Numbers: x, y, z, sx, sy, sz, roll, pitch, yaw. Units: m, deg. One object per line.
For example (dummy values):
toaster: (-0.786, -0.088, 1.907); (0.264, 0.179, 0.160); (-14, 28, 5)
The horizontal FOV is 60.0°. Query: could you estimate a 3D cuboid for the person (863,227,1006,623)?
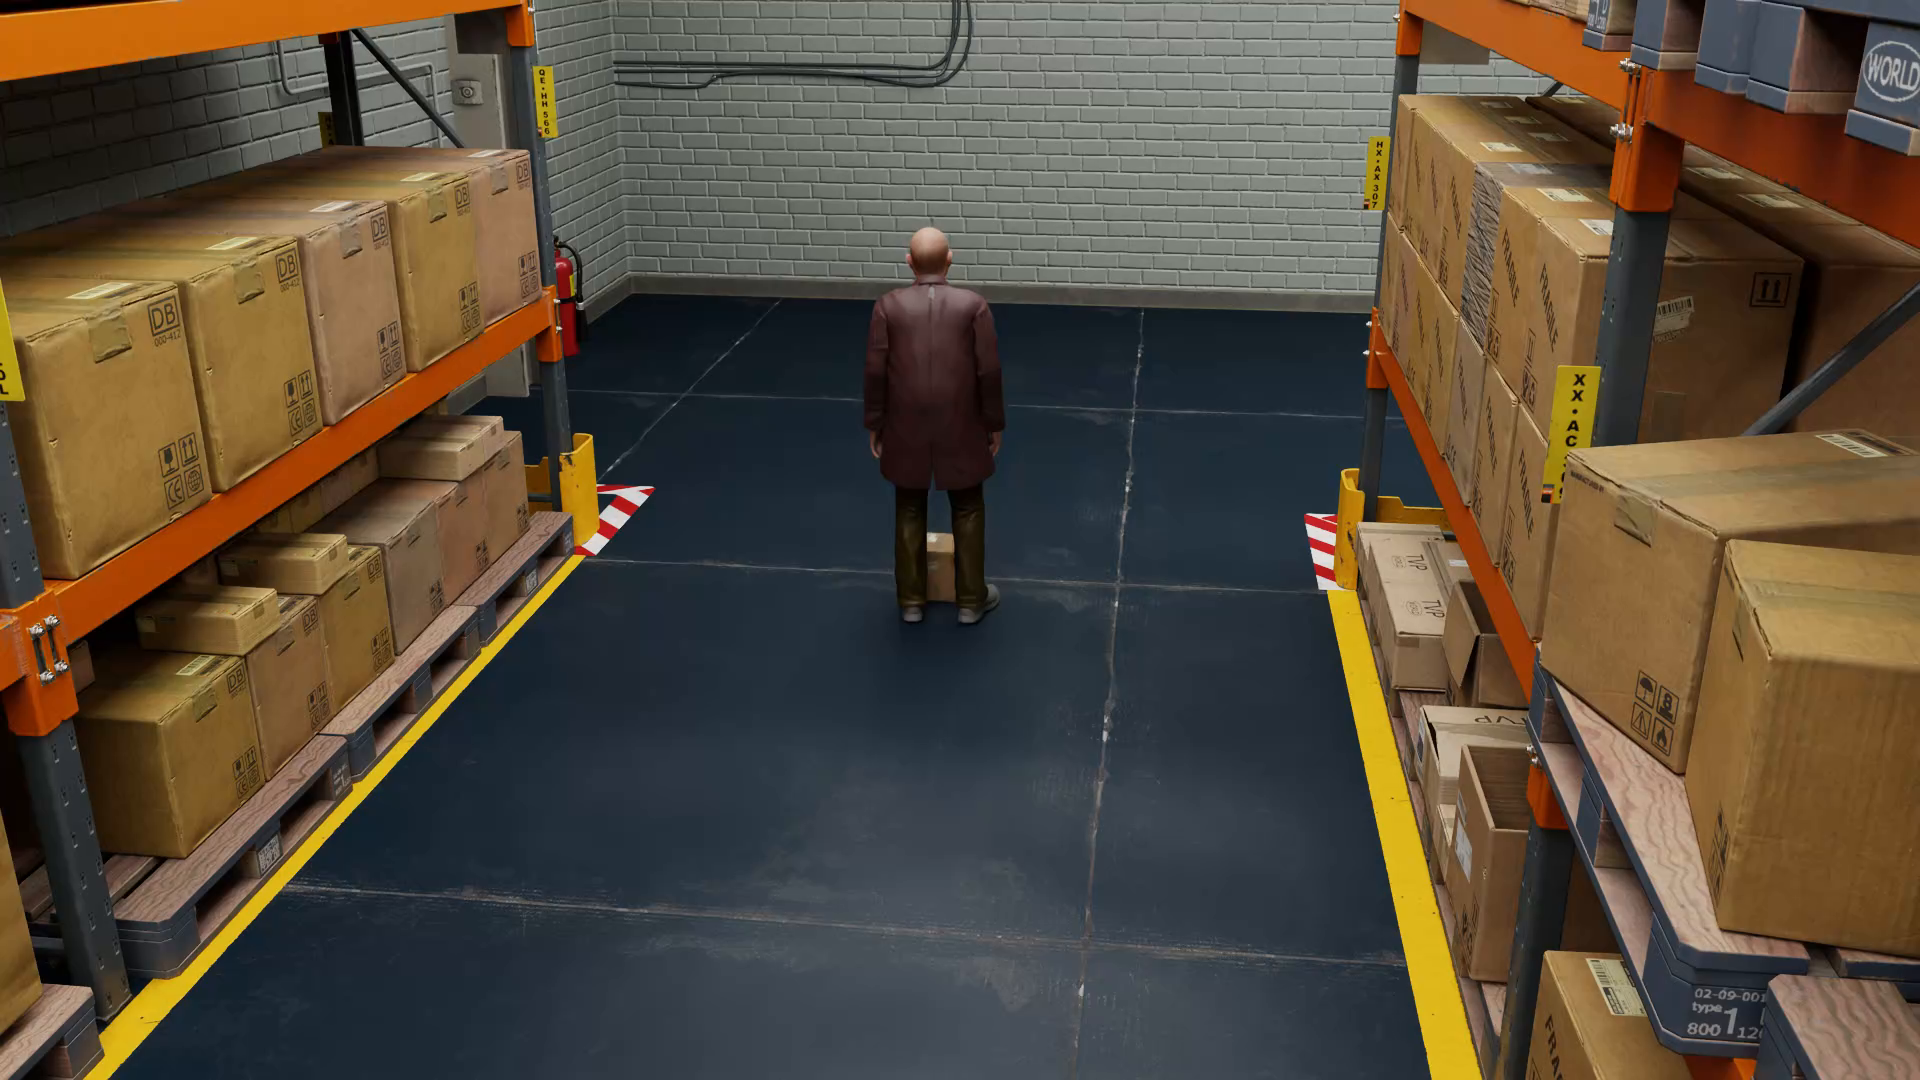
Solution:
person: (-0.114, -0.495, 7.404); (0.638, 1.772, 0.428); (2, 21, 4)
